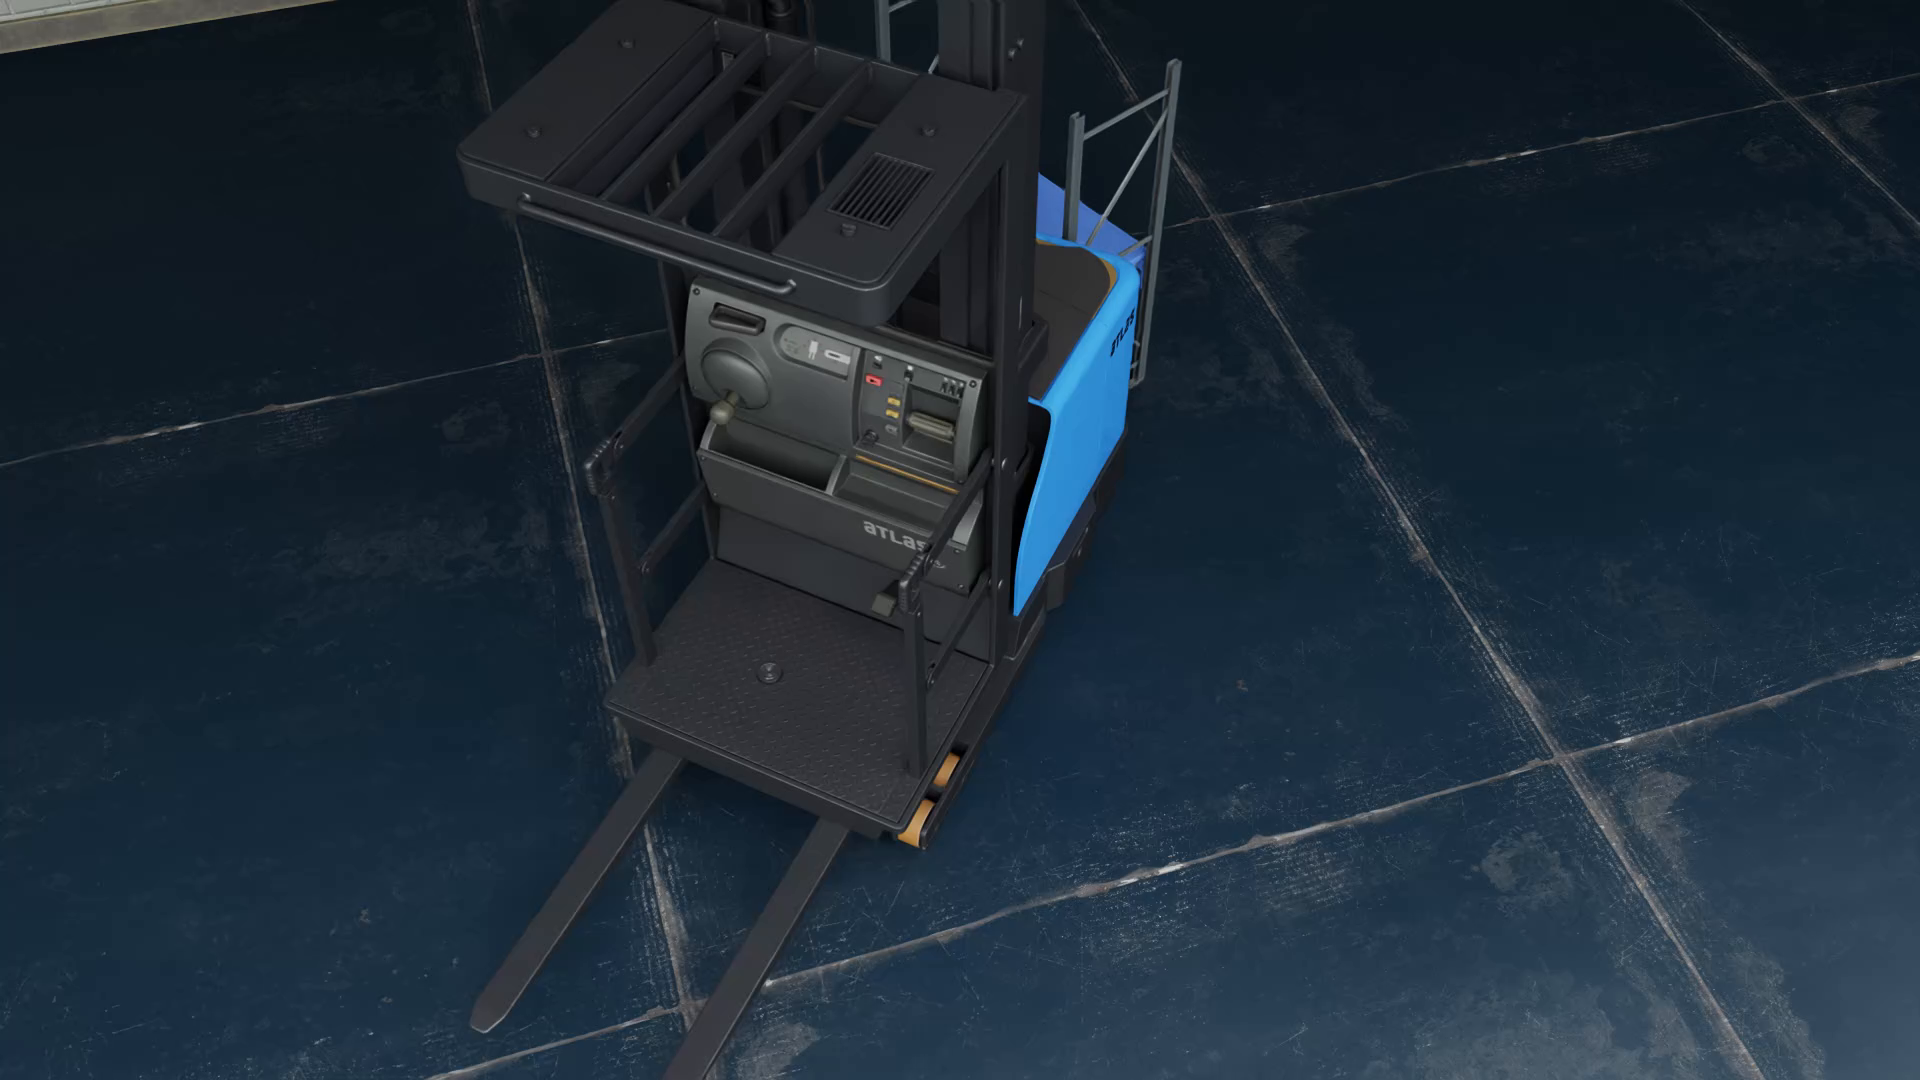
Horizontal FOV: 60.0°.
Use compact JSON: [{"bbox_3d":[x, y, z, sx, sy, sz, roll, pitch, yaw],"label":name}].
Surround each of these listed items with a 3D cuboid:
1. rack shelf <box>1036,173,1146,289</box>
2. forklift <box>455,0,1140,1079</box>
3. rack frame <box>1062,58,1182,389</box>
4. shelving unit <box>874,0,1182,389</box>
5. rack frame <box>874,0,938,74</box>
[{"bbox_3d":[0.223,-1.203,6.519,0.538,0.185,1.000,-34,58,-25],"label":"rack shelf"},{"bbox_3d":[-0.462,-0.340,4.619,1.130,2.935,3.031,20,53,16],"label":"forklift"},{"bbox_3d":[0.558,-1.026,6.134,0.500,1.500,0.032,-34,58,-25],"label":"rack frame"},{"bbox_3d":[0.223,-1.319,6.381,0.538,1.500,1.048,-34,58,-25],"label":"shelving unit"},{"bbox_3d":[-0.112,-1.612,6.628,0.500,1.500,0.032,-34,58,-25],"label":"rack frame"}]
